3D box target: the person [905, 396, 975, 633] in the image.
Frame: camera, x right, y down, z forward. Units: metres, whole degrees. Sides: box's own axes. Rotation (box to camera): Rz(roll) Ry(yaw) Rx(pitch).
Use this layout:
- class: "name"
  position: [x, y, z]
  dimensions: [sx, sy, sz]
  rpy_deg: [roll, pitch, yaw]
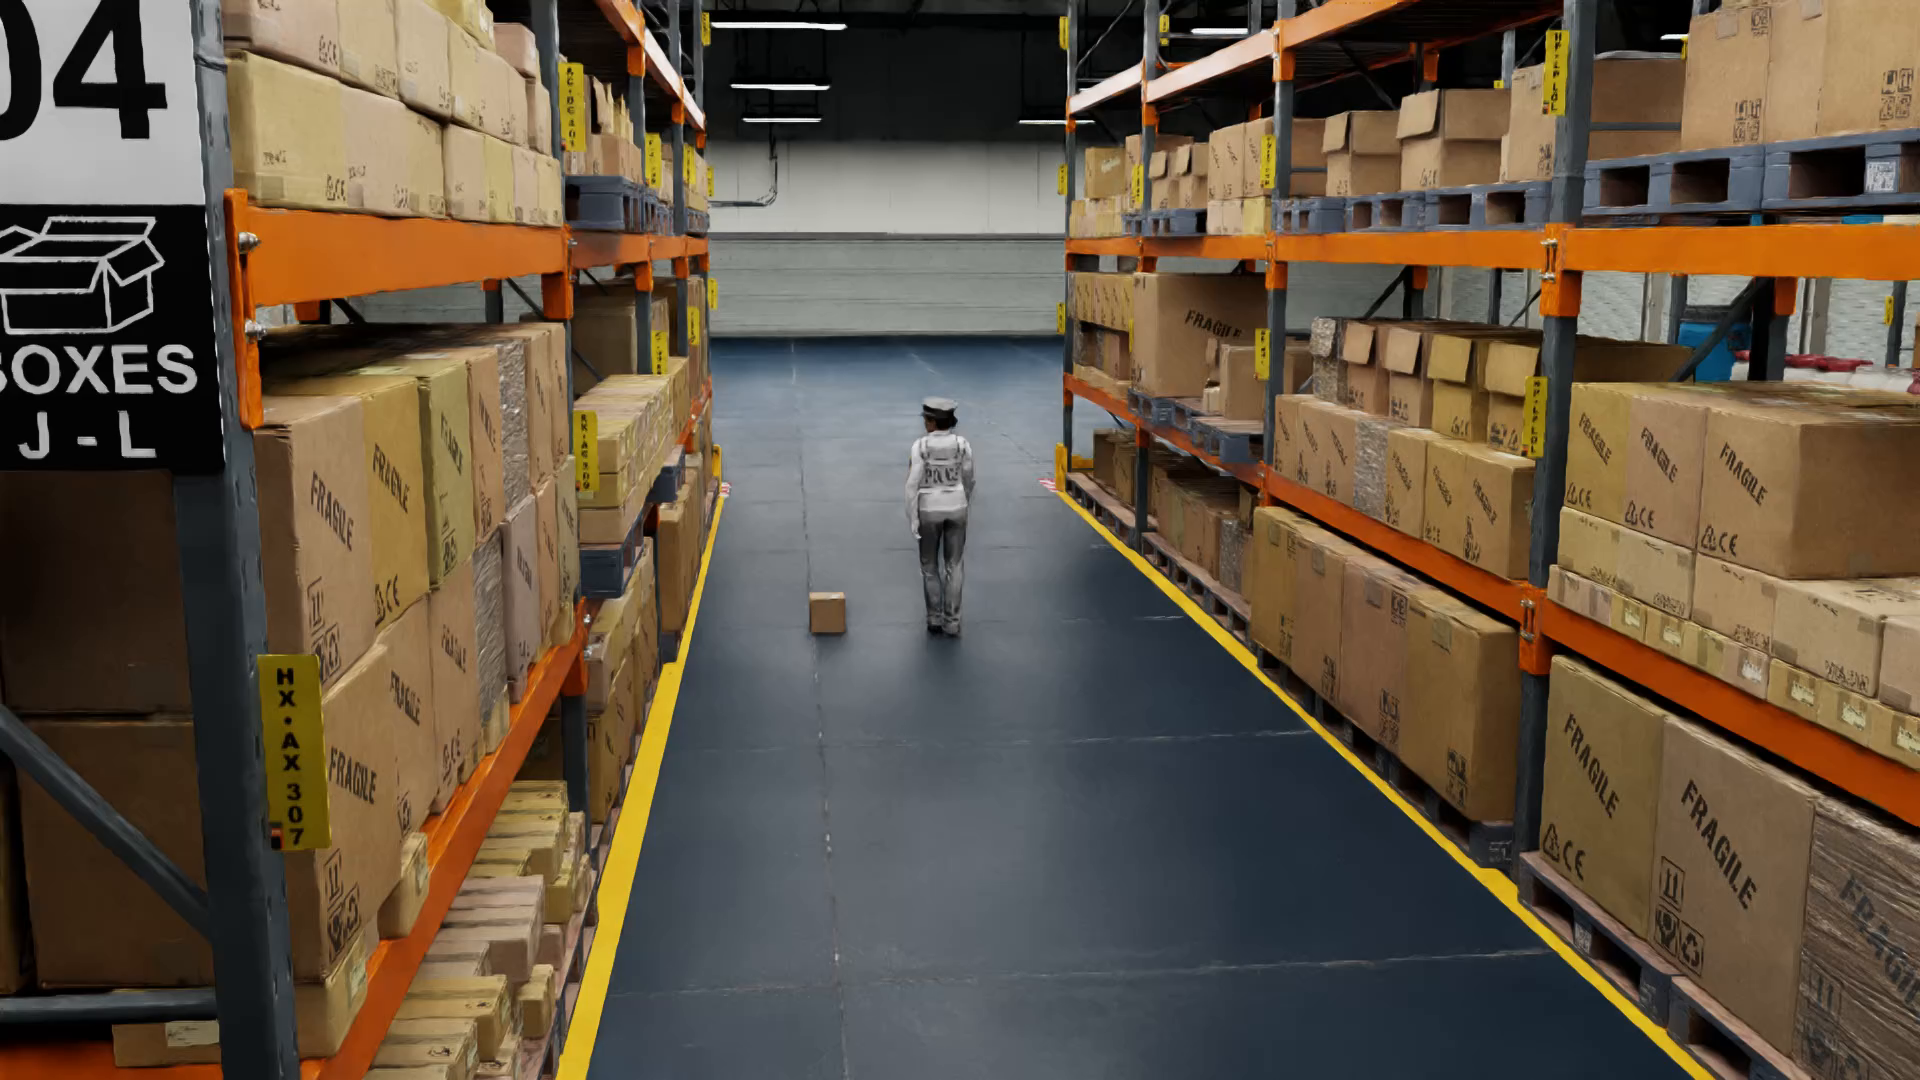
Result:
- class: "person"
  position: [-0.151, -0.143, 11.745]
  dimensions: [0.513, 1.753, 0.468]
  rpy_deg: [-2, 10, -9]
